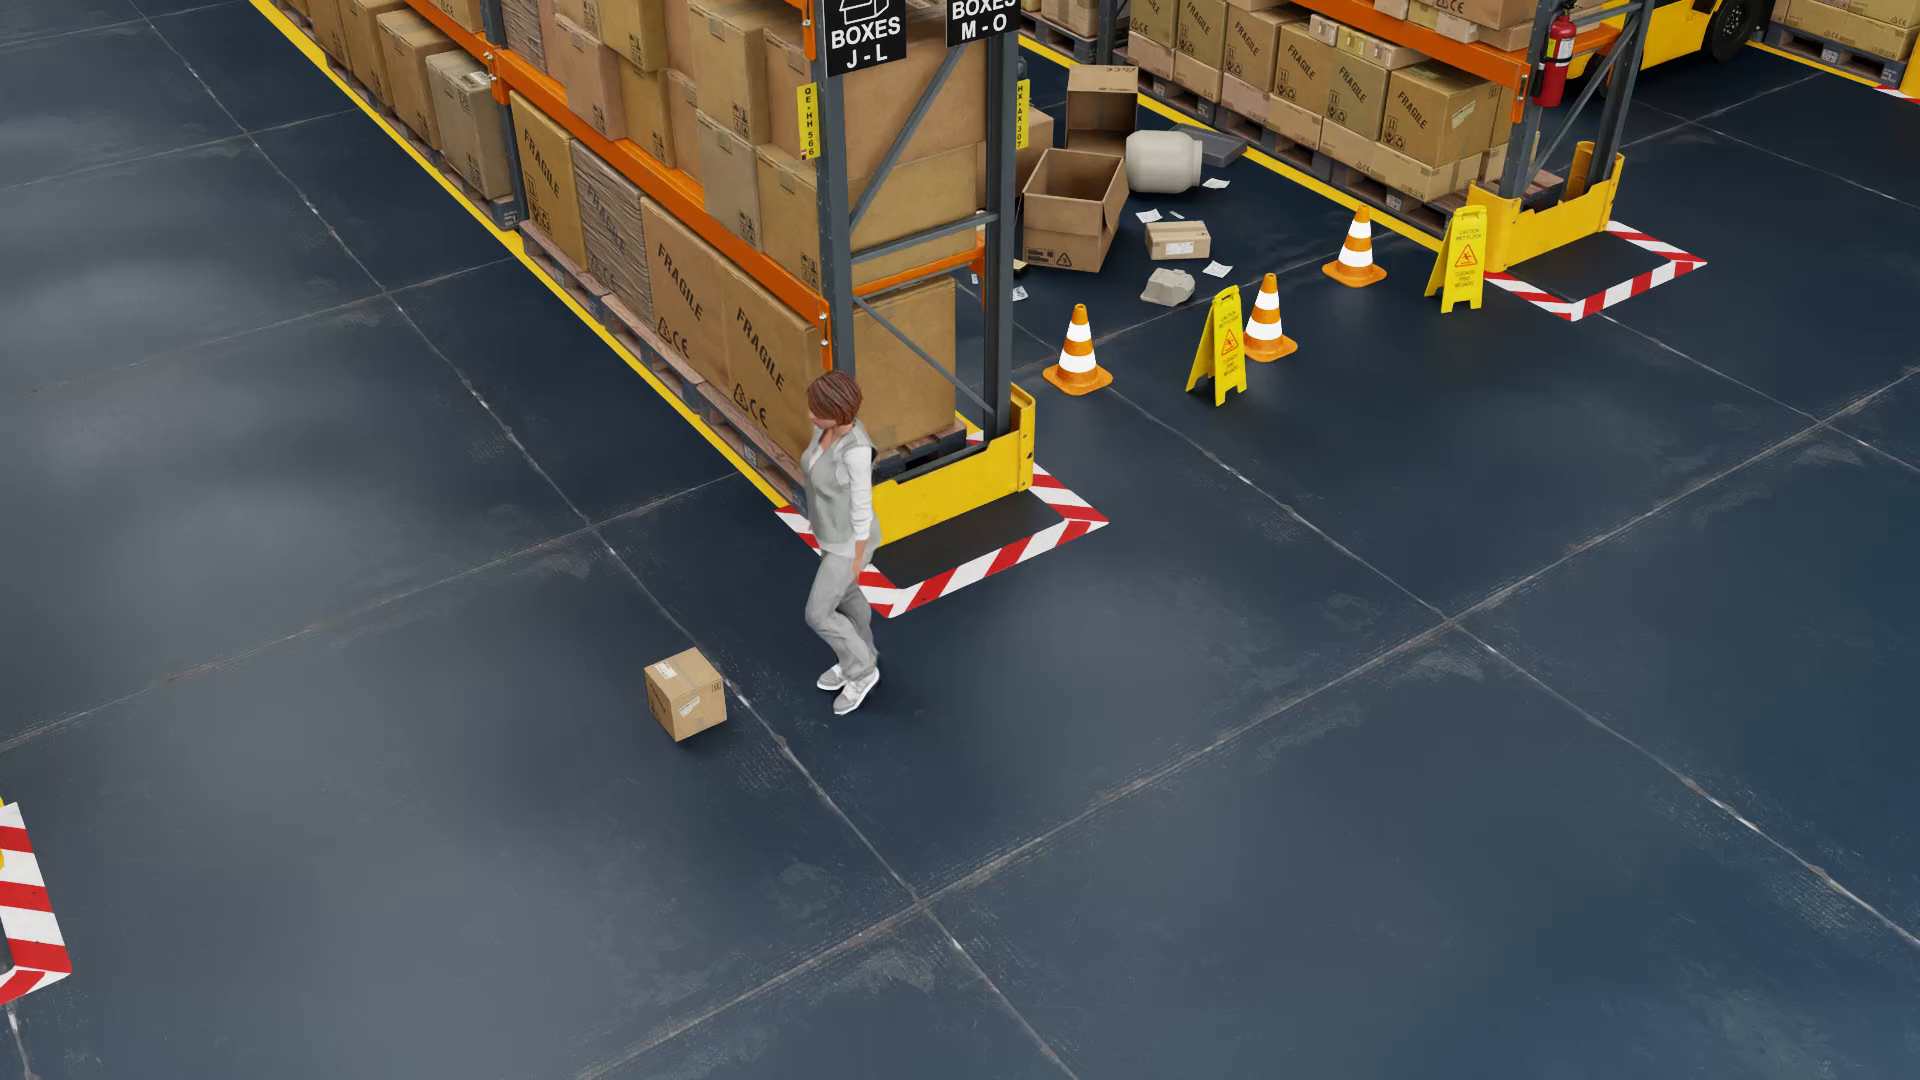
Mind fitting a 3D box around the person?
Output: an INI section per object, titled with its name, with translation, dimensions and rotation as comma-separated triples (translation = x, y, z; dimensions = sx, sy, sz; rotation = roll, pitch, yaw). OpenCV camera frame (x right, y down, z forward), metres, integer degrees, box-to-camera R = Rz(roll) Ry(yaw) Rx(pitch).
[person]
translation = -0.520, 0.000, 7.006
dimensions = 0.372, 1.610, 0.423
rotation = -12, 38, -15
